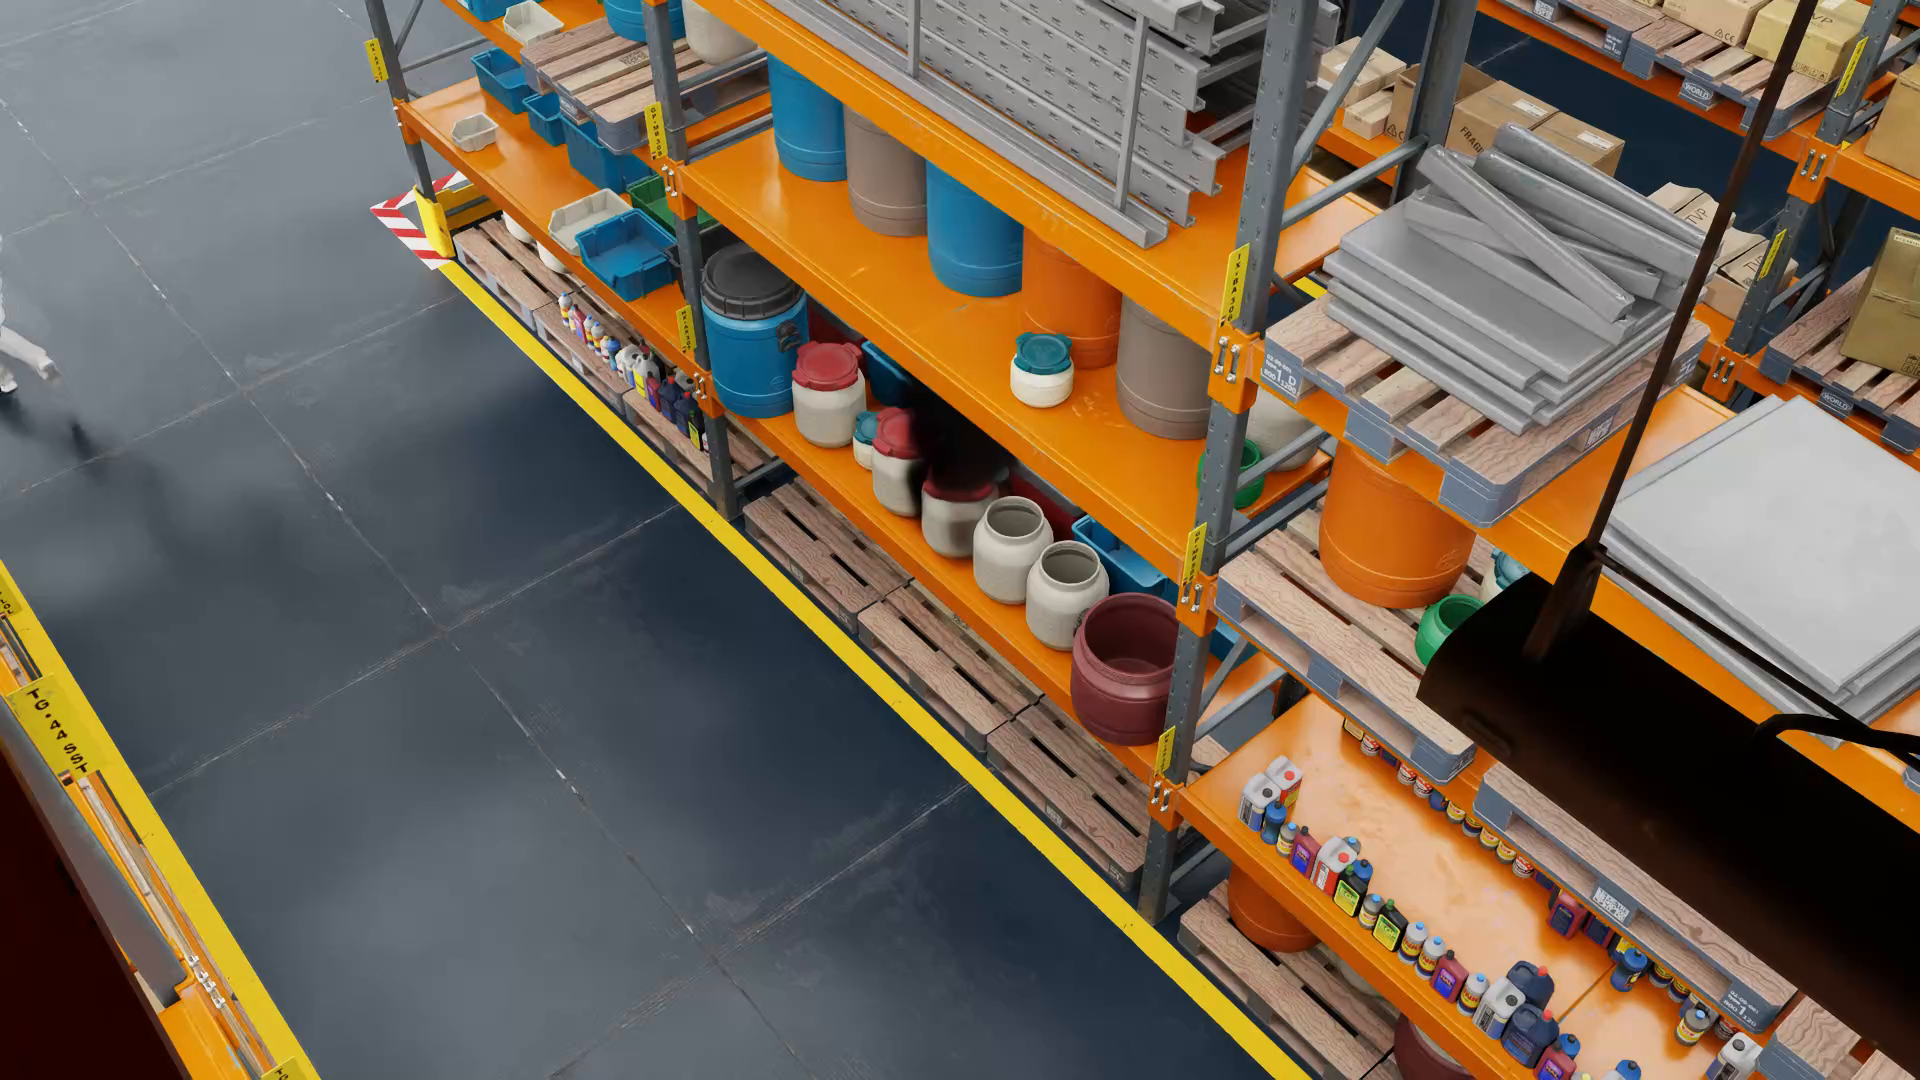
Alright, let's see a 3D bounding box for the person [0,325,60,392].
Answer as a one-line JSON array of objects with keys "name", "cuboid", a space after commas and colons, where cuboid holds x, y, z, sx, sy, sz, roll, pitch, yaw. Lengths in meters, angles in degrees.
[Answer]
[{"name": "person", "cuboid": [-6.810, -1.572, 11.314, 0.773, 1.779, 0.764, 19, 49, 17]}]
